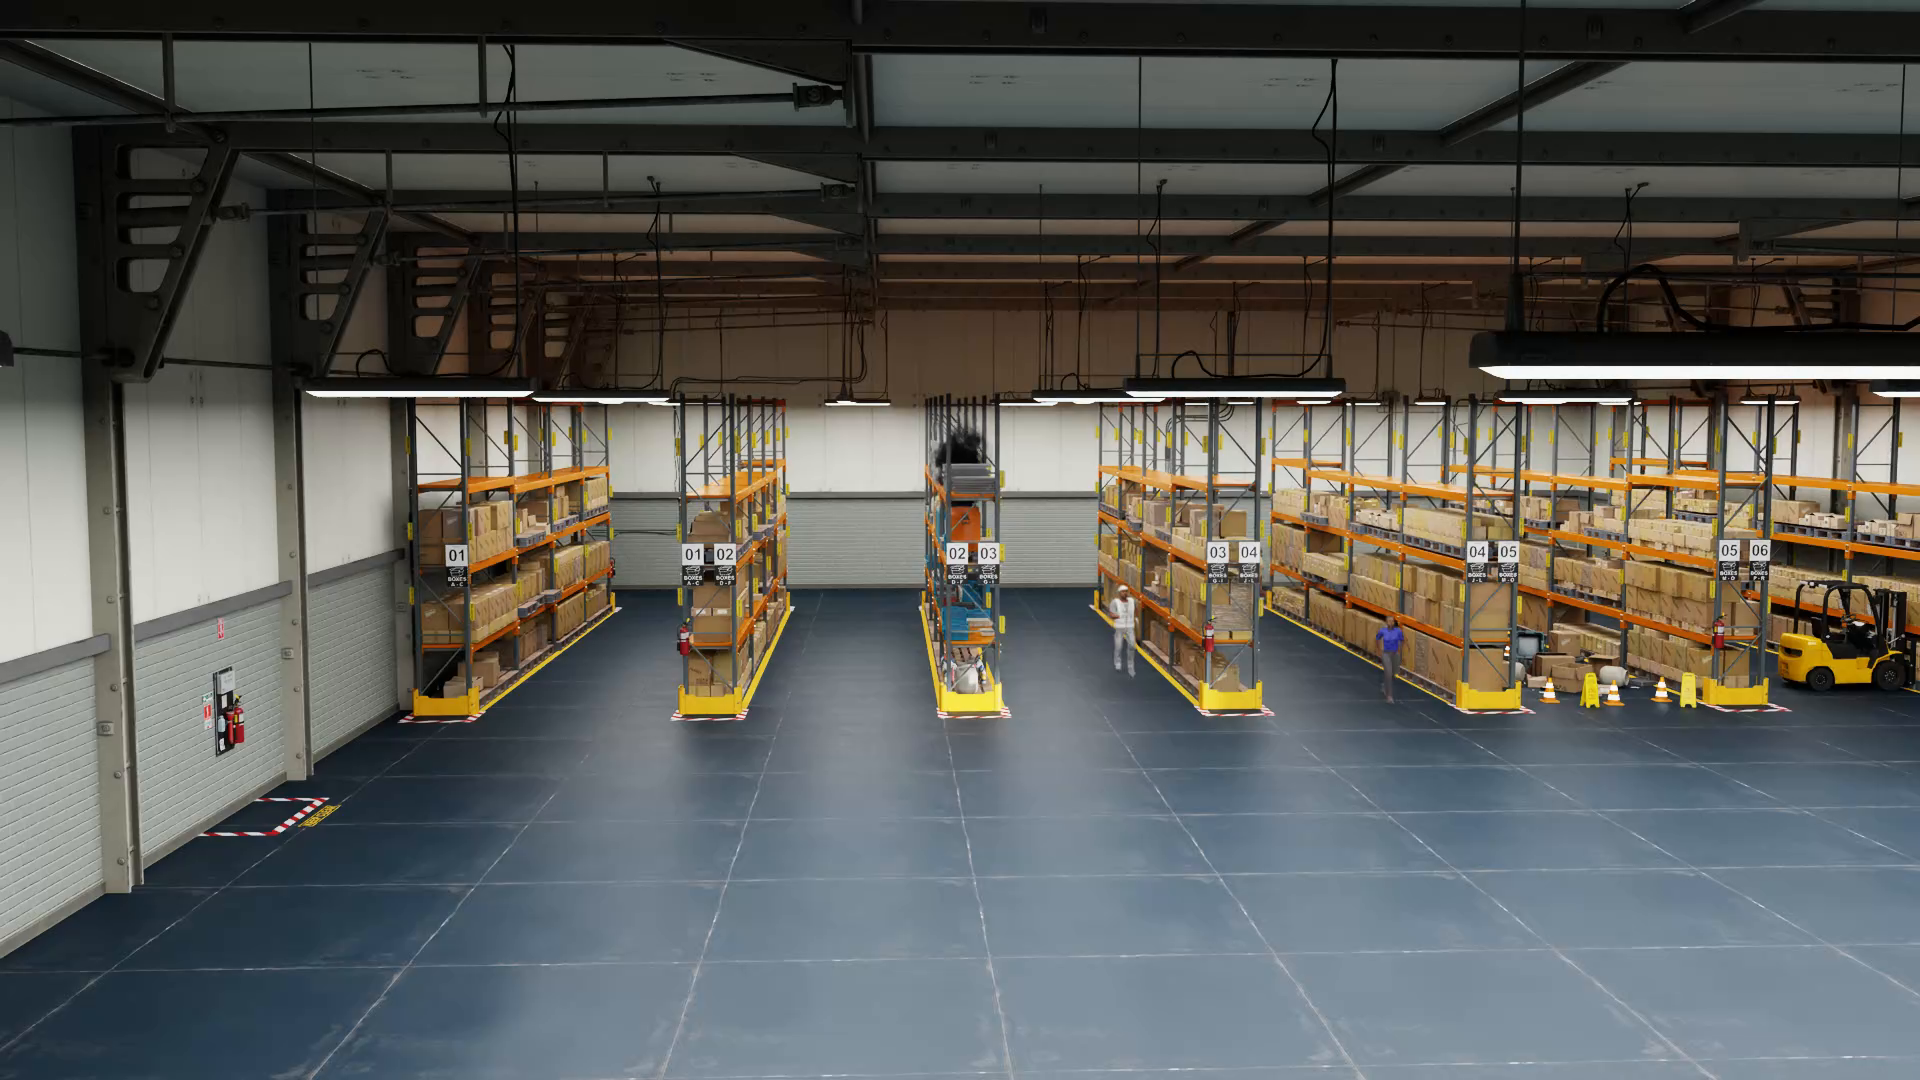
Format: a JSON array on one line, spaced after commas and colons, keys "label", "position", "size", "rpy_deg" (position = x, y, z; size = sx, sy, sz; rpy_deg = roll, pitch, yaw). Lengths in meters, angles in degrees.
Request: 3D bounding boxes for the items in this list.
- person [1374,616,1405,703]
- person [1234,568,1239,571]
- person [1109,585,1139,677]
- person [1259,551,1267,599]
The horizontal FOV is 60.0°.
[{"label": "person", "position": [8.462, 2.330, 32.743], "size": [0.573, 1.671, 0.807], "rpy_deg": [0, 5, -1]}, {"label": "person", "position": [8.195, 1.151, 48.253], "size": [0.575, 1.525, 0.529], "rpy_deg": [3, 5, 29]}, {"label": "person", "position": [3.394, 1.866, 34.185], "size": [0.667, 1.878, 0.719], "rpy_deg": [-1, 5, -8]}, {"label": "person", "position": [8.812, 1.073, 49.060], "size": [0.804, 1.664, 0.699], "rpy_deg": [-1, 5, -16]}]
